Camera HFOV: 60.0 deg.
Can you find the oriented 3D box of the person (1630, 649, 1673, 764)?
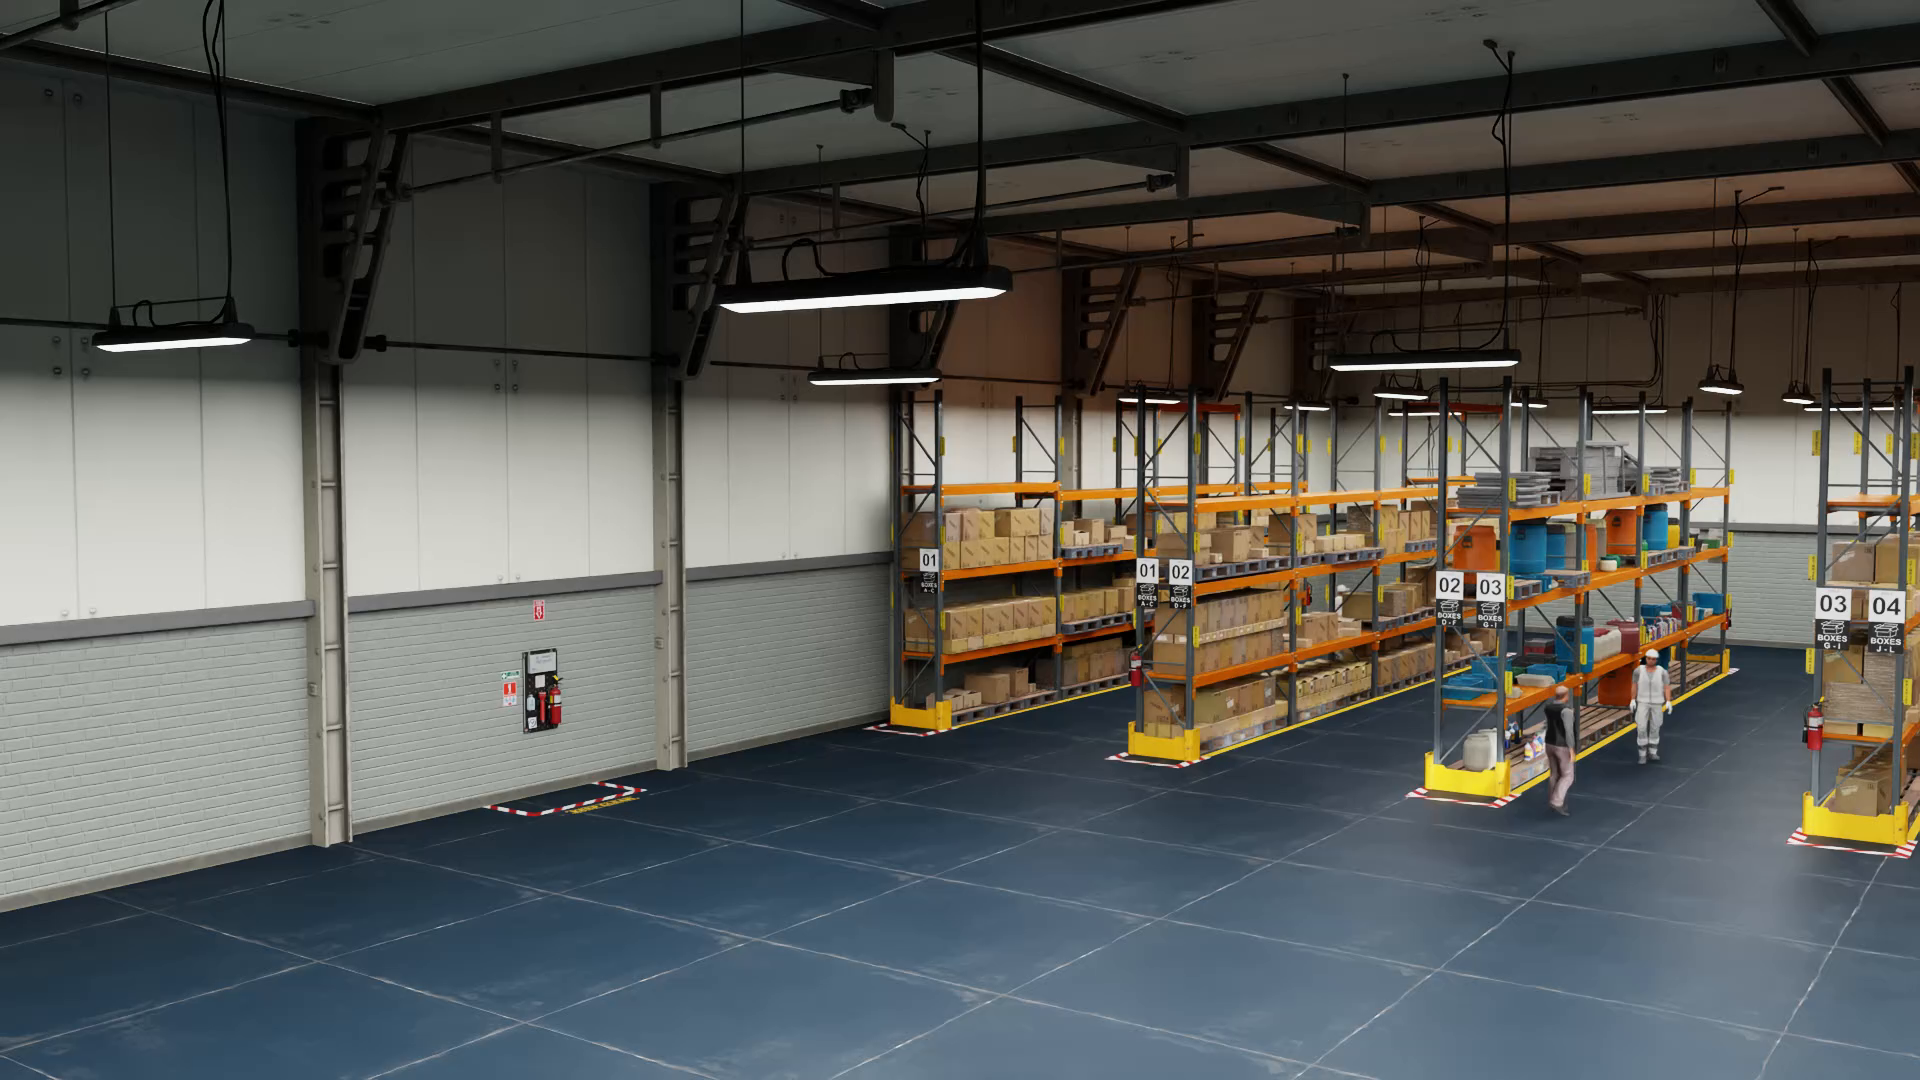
[{"bbox_3d":[10.953,2.646,26.354,0.622,1.860,0.506,1,3,22],"label":"person"}]

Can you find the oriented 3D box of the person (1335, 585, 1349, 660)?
[{"bbox_3d":[8.833,1.927,38.634,0.476,1.785,0.584,-1,3,-16],"label":"person"}]

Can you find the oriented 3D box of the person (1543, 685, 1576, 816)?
[{"bbox_3d":[8.215,2.877,22.799,0.469,1.753,0.610,-1,3,-17],"label":"person"}]
